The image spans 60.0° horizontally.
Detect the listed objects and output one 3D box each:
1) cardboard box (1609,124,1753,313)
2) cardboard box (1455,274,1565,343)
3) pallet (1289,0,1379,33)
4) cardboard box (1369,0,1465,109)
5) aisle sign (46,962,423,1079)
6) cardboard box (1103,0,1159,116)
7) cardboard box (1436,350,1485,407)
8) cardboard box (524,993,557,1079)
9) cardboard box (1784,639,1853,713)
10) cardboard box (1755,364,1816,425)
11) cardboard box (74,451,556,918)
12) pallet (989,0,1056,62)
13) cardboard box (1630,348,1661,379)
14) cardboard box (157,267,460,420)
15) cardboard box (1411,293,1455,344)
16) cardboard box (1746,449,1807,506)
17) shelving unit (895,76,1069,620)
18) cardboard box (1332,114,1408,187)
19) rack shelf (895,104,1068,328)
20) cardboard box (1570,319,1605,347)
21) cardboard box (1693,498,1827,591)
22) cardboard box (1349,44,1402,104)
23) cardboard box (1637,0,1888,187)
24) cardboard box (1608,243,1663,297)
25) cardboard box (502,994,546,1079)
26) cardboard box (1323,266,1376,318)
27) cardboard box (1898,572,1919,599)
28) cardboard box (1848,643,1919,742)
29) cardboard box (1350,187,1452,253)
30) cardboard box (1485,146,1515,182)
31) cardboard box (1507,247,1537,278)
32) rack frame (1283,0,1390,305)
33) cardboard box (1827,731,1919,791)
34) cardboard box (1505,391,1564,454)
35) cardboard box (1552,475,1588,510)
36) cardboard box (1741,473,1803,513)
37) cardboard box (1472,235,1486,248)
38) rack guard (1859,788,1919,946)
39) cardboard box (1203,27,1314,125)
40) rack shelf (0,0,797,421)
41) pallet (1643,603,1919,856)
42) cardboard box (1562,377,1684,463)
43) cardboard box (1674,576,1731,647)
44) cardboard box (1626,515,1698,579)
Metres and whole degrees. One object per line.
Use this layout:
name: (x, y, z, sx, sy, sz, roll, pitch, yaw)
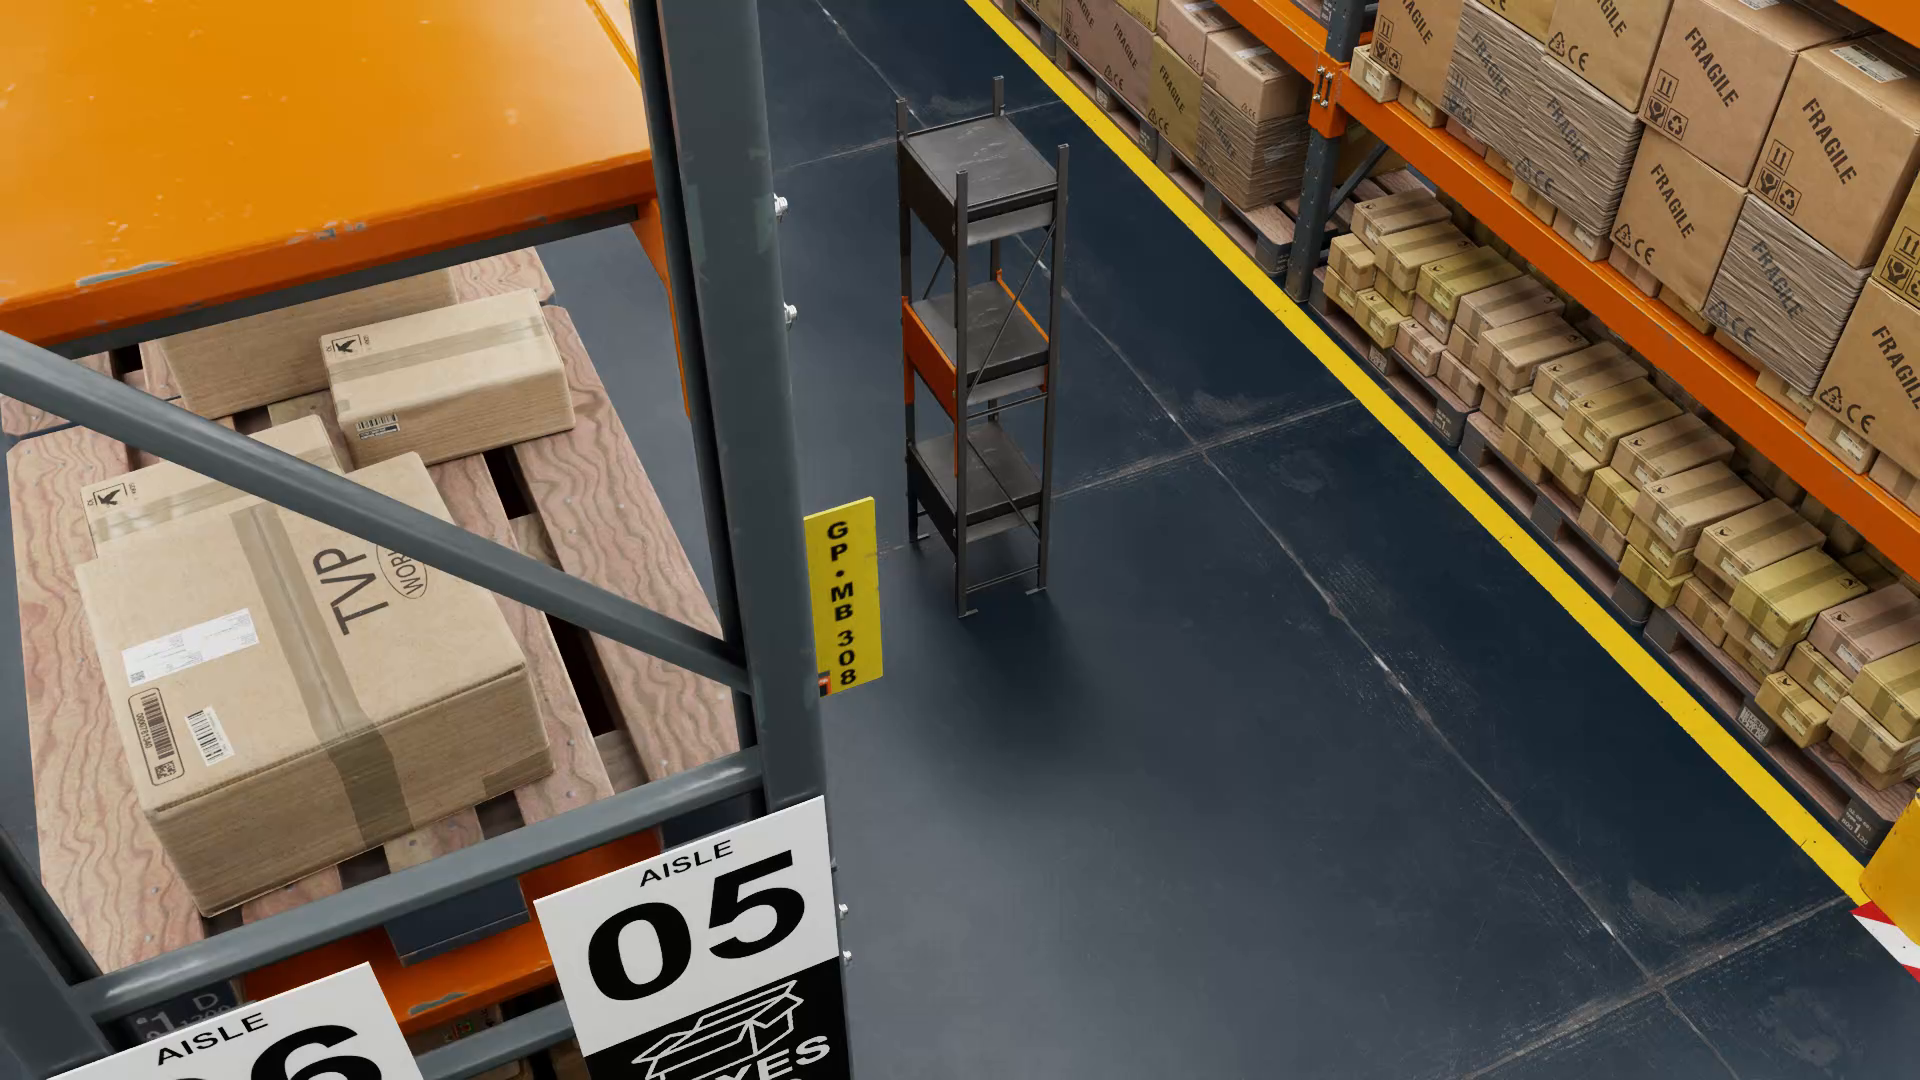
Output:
cardboard box: (2.737, -1.203, 5.919, 0.500, 0.500, 0.500, -16, 47, -15)
cardboard box: (2.412, -0.996, 7.299, 0.380, 0.149, 0.250, -19, 48, -18)
pallet: (1.923, -2.891, 8.049, 1.003, 0.211, 1.213, -18, 47, -17)
cardboard box: (2.092, -2.180, 6.910, 0.500, 0.500, 0.500, -19, 48, -18)
aisle sign: (-0.906, 0.858, 2.262, 0.394, 0.787, 0.004, -18, 47, -17)
cardboard box: (1.145, -2.741, 9.242, 0.500, 0.500, 0.500, -19, 48, -18)
cardboard box: (2.389, -0.777, 7.501, 0.380, 0.149, 0.250, -19, 48, -18)
cardboard box: (-0.834, 0.906, 3.994, 0.500, 0.500, 0.500, -19, 48, -18)
cardboard box: (3.252, 0.445, 6.051, 0.380, 0.149, 0.250, -19, 48, -18)
cardboard box: (2.998, -0.572, 5.742, 0.380, 0.149, 0.250, -20, 48, -19)
cardboard box: (-0.926, 0.187, 2.395, 0.500, 0.250, 0.500, -22, 49, -21)
pallet: (0.757, -3.487, 10.502, 1.003, 0.211, 1.213, -18, 47, -17)
cardboard box: (3.113, -0.816, 7.117, 0.380, 0.149, 0.250, -20, 48, -19)
cardboard box: (-1.239, -0.543, 3.091, 0.500, 0.311, 0.500, -17, 47, -17)
cardboard box: (2.297, -1.065, 7.581, 0.380, 0.149, 0.250, -18, 47, -18)
cardboard box: (3.380, -0.312, 6.607, 0.380, 0.149, 0.250, -16, 47, -16)
shelving unit: (0.070, -0.642, 6.274, 0.431, 2.100, 0.503, -18, 47, -17)
cardboard box: (2.042, -2.238, 8.732, 0.500, 0.500, 0.500, -16, 47, -16)
rack shelf: (0.070, -1.130, 5.792, 0.431, 0.518, 0.480, -18, 47, -17)
cardboard box: (2.928, -0.883, 7.397, 0.380, 0.149, 0.250, -17, 47, -16)
cardboard box: (3.012, 0.023, 6.267, 0.380, 0.149, 0.250, -20, 48, -19)
cardboard box: (1.934, -2.062, 7.252, 0.380, 0.149, 0.250, -16, 47, -16)
cardboard box: (2.711, -1.583, 5.593, 0.500, 0.500, 0.500, -20, 48, -19)
cardboard box: (2.687, -1.080, 6.257, 0.380, 0.149, 0.250, -16, 47, -16)
cardboard box: (-1.074, 1.018, 3.168, 0.500, 0.500, 0.500, -17, 47, -16)
cardboard box: (1.974, -1.237, 7.967, 0.380, 0.149, 0.250, -20, 48, -19)
cardboard box: (3.657, 0.199, 6.088, 0.380, 0.149, 0.250, -17, 47, -17)
cardboard box: (3.341, 0.511, 5.772, 0.380, 0.149, 0.250, -18, 47, -17)
cardboard box: (2.069, -1.495, 7.805, 0.380, 0.149, 0.250, -16, 47, -16)
cardboard box: (2.379, -1.590, 6.774, 0.380, 0.149, 0.250, -20, 48, -19)
cardboard box: (2.752, -1.318, 7.626, 0.380, 0.149, 0.250, -18, 48, -18)
rack frame: (2.112, -2.429, 7.445, 1.000, 3.000, 0.127, -18, 47, -17)
cardboard box: (3.383, 0.712, 5.993, 0.380, 0.149, 0.250, -17, 47, -17)
cardboard box: (2.551, -0.530, 7.039, 0.380, 0.149, 0.250, -18, 48, -18)
cardboard box: (2.736, -0.277, 6.995, 0.380, 0.149, 0.250, -17, 47, -16)
cardboard box: (3.352, -0.188, 6.692, 0.380, 0.149, 0.250, -20, 48, -19)
cardboard box: (2.658, -1.394, 7.915, 0.380, 0.149, 0.250, -20, 48, -19)
rack guard: (3.762, 0.961, 5.788, 1.175, 0.500, 0.348, -18, 47, -17)
cardboard box: (1.569, -2.356, 8.317, 0.500, 0.250, 0.500, -19, 48, -18)
rack shelf: (-1.496, -1.365, 2.892, 1.077, 0.370, 4.000, -18, 47, -17)
pallet: (3.452, 0.536, 6.425, 1.003, 0.211, 1.213, -18, 47, -17)
cardboard box: (2.703, -0.491, 6.788, 0.380, 0.149, 0.250, -18, 47, -17)
cardboard box: (3.035, 0.230, 6.481, 0.380, 0.149, 0.250, -18, 47, -17)
cardboard box: (2.863, -0.029, 6.532, 0.380, 0.149, 0.250, -17, 47, -17)
